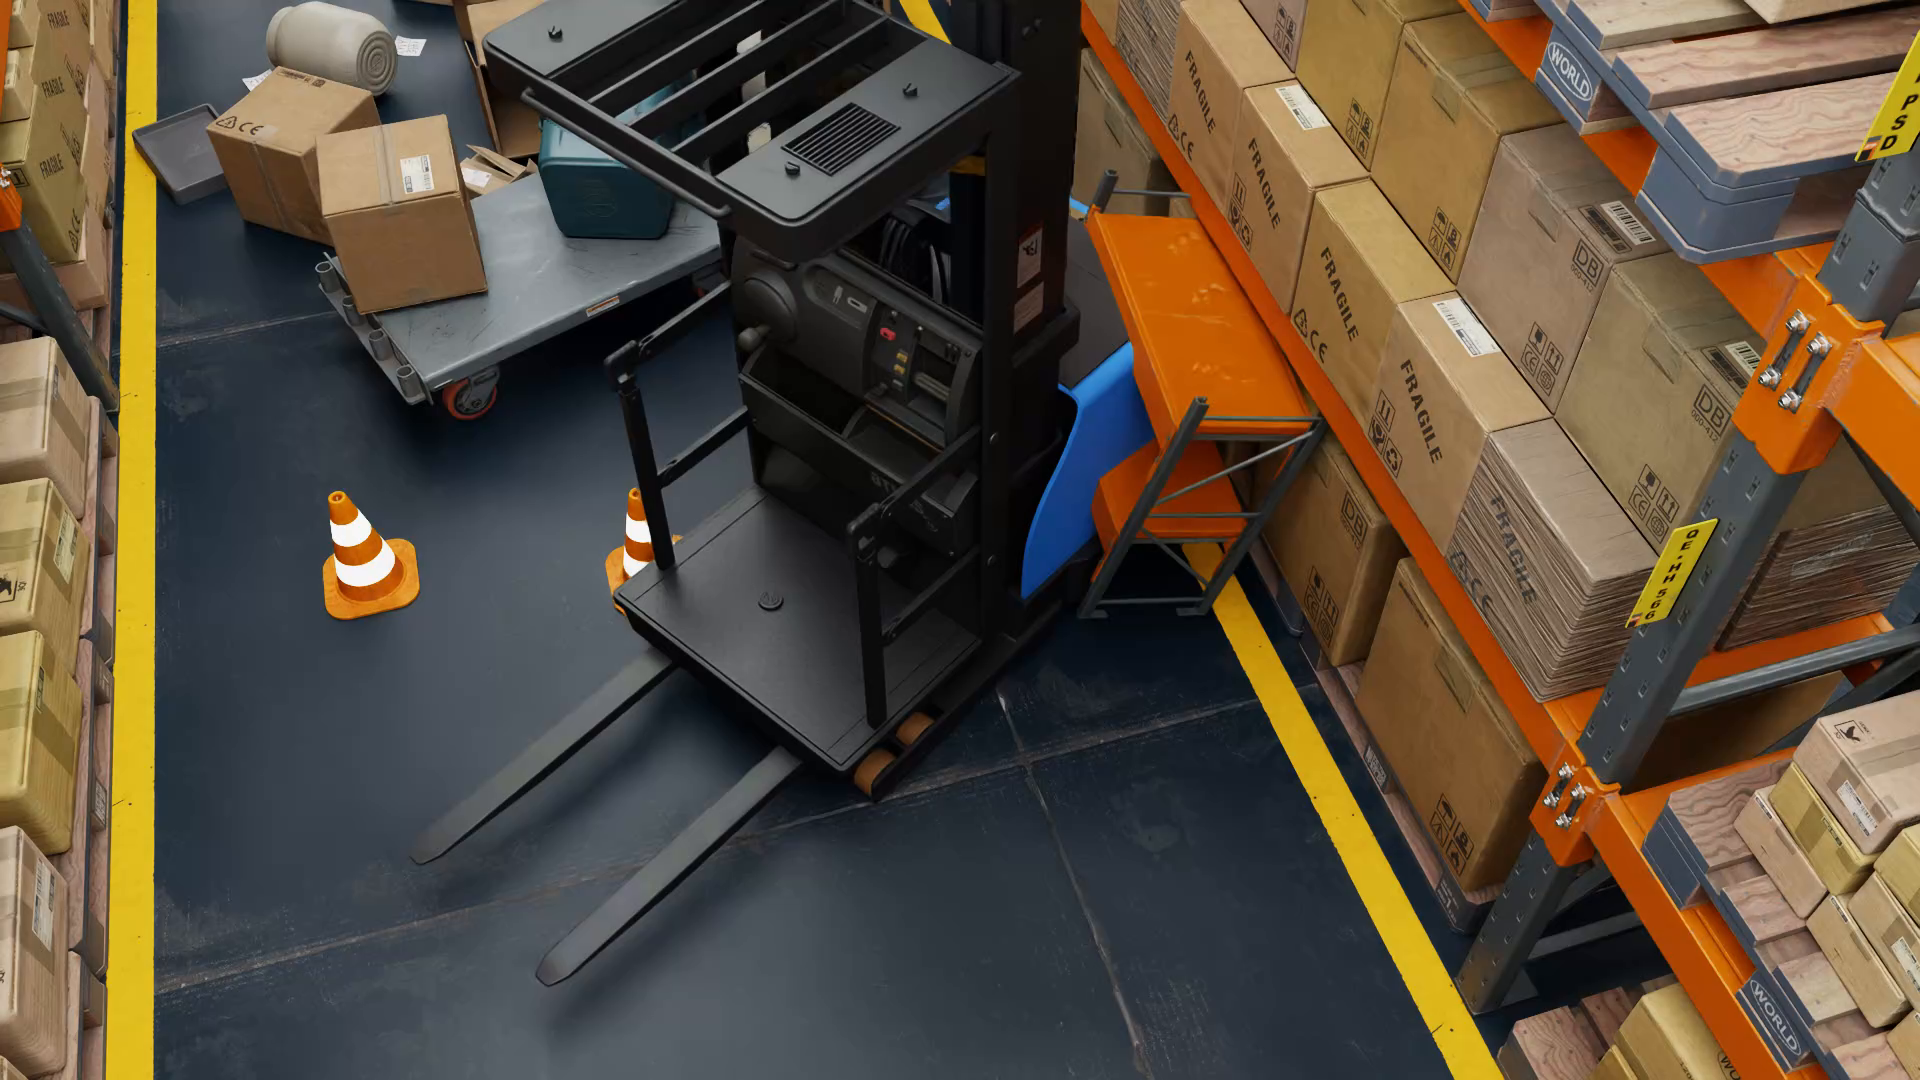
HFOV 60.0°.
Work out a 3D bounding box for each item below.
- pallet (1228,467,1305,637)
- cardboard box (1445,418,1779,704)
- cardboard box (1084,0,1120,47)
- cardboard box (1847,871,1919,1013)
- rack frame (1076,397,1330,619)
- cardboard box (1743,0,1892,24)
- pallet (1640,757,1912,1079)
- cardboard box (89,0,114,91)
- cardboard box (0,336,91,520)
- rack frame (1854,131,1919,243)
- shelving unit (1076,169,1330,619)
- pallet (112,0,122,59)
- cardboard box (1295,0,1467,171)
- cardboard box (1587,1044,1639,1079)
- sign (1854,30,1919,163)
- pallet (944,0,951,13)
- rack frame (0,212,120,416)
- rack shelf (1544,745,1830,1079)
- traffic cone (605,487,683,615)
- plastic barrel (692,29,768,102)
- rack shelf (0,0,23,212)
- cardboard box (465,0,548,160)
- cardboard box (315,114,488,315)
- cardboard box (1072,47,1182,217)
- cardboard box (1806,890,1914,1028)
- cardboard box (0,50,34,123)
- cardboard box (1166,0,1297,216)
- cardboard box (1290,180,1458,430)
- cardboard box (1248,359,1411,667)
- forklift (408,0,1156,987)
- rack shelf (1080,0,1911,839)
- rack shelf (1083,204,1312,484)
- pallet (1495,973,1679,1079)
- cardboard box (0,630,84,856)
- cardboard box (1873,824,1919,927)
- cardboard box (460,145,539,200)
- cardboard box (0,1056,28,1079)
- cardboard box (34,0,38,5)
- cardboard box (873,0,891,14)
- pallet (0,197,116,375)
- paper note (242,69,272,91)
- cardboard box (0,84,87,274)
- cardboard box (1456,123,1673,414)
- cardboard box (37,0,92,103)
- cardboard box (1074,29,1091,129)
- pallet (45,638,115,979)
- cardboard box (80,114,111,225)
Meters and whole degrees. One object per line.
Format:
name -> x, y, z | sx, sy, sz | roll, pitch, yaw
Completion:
pallet -> 1.492, -0.264, 6.335 | 1.003, 0.211, 1.213 | -13, 51, -11
cardboard box -> 1.621, 0.019, 4.207 | 0.500, 0.500, 0.500 | -13, 51, -11
cardboard box -> 0.726, -2.190, 6.069 | 0.500, 0.500, 0.500 | -13, 51, -11
cardboard box -> 2.044, 0.765, 3.338 | 0.380, 0.149, 0.250 | -11, 51, -9
rack frame -> 0.793, -0.080, 5.477 | 0.500, 1.125, 0.032 | -1, 53, -20
cardboard box -> 1.623, -1.128, 3.090 | 0.380, 0.166, 0.250 | -13, 51, -11
pallet -> 2.323, 0.877, 3.674 | 1.213, 0.211, 1.003 | -13, 51, -11
cardboard box -> -4.252, -2.289, 7.742 | 0.500, 0.250, 0.500 | -15, 51, -12
cardboard box -> -3.714, -0.315, 5.998 | 0.950, 0.372, 0.625 | -13, 51, -11
rack frame -> 2.011, -1.615, 1.725 | 1.000, 3.000, 0.127 | -13, 51, -11
shelving unit -> 0.684, -0.485, 5.765 | 0.538, 1.125, 1.048 | -1, 53, -20
pallet -> -4.825, -2.775, 8.451 | 1.003, 0.211, 1.213 | -13, 51, -11
cardboard box -> 1.431, -1.482, 4.818 | 0.700, 0.500, 0.500 | -14, 51, -11
cardboard box -> 1.976, 1.564, 4.330 | 0.500, 0.500, 0.500 | -15, 52, -13
sign -> 1.478, -0.720, 2.544 | 0.100, 0.325, 0.005 | -13, 51, -11
pallet -> 0.313, -3.169, 8.784 | 1.003, 0.211, 1.213 | -13, 51, -11
rack frame -> -3.871, -1.409, 5.476 | 1.000, 3.000, 0.127 | -13, 51, -11
rack shelf -> 2.602, 2.012, 3.063 | 1.077, 0.370, 4.000 | -13, 51, -11
traffic cone -> -1.126, -0.017, 5.962 | 0.336, 0.463, 0.334 | -13, 51, -11
plastic barrel -> -0.973, -2.254, 7.873 | 0.512, 0.421, 0.421 | 18, 52, 14
rack shelf -> -4.463, -2.638, 6.983 | 1.077, 0.370, 4.000 | -13, 51, -11
cardboard box -> -1.832, -2.178, 7.668 | 0.797, 0.637, 0.503 | -13, 51, -11
cardboard box -> -2.180, -1.272, 6.500 | 0.500, 0.500, 0.500 | -13, 51, -11
cardboard box -> 1.097, -1.580, 6.816 | 1.050, 0.750, 0.750 | -14, 51, -11
cardboard box -> 2.029, 0.833, 3.475 | 0.380, 0.149, 0.250 | -11, 51, -9
cardboard box -> -3.767, -1.706, 6.335 | 0.380, 0.149, 0.250 | -13, 51, -10
cardboard box -> 1.021, -1.455, 5.450 | 0.500, 0.500, 0.500 | -14, 51, -11
cardboard box -> 1.327, -0.711, 4.822 | 0.500, 0.500, 0.500 | -14, 51, -12
cardboard box -> 1.655, -0.194, 5.648 | 1.050, 0.750, 0.750 | -13, 51, -10
forklift -> -0.463, -0.535, 4.784 | 1.130, 2.935, 3.031 | 34, 58, 25
rack shelf -> 1.419, -0.910, 5.526 | 1.077, 0.370, 4.000 | -13, 51, -11
rack shelf -> 0.761, -0.662, 5.545 | 0.538, 0.278, 1.000 | -1, 53, -20
pallet -> 2.240, 1.789, 4.604 | 1.003, 0.211, 1.213 | -13, 51, -11
cardboard box -> -3.291, 0.717, 5.128 | 0.950, 0.372, 0.625 | -12, 51, -10
cardboard box -> 2.044, 0.650, 3.241 | 0.380, 0.149, 0.250 | -15, 51, -12
cardboard box -> -2.062, -1.608, 7.432 | 0.396, 0.266, 0.258 | 26, 55, 20
cardboard box -> -2.846, 1.809, 4.207 | 0.950, 0.372, 0.625 | -16, 52, -13
cardboard box -> -4.003, -2.277, 6.817 | 0.380, 0.149, 0.250 | -11, 51, -9
cardboard box -> -0.612, -2.699, 8.197 | 0.500, 0.500, 0.500 | -6, 50, -5
pallet -> -4.104, -0.993, 6.949 | 1.003, 0.211, 1.213 | -13, 51, -11
paper note -> -3.405, -2.235, 8.114 | 0.142, 0.019, 0.148 | -30, 56, -23
cardboard box -> -3.788, -1.392, 6.495 | 0.500, 0.500, 0.500 | -11, 51, -9
cardboard box -> 1.736, -0.735, 4.188 | 0.700, 0.500, 0.500 | -14, 51, -12
cardboard box -> -4.109, -2.159, 7.142 | 0.500, 0.500, 0.500 | -11, 51, -9
cardboard box -> 0.708, -2.528, 7.534 | 0.875, 0.875, 0.875 | -13, 51, -10
pallet -> -3.275, 0.950, 5.311 | 1.003, 0.211, 1.213 | -13, 51, -11
cardboard box -> -3.956, -1.538, 7.108 | 0.500, 0.250, 0.500 | -11, 51, -9
